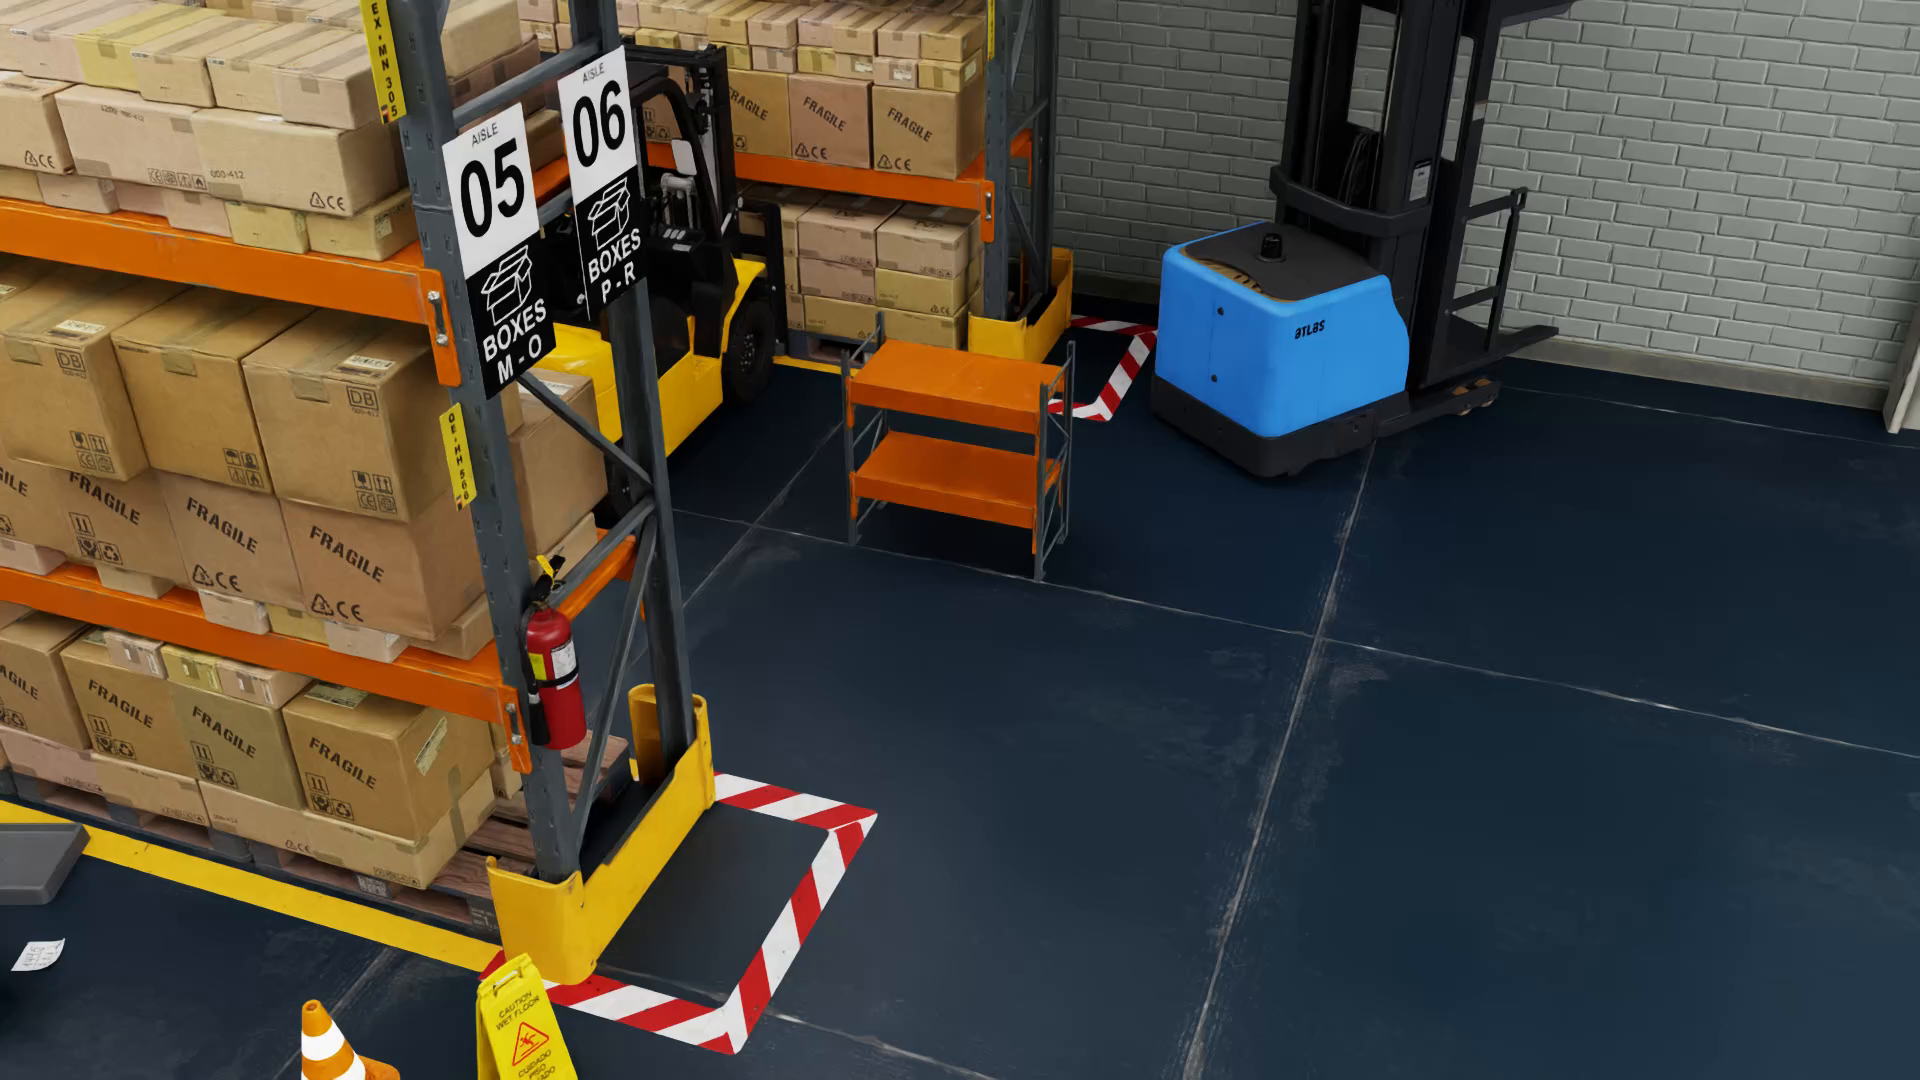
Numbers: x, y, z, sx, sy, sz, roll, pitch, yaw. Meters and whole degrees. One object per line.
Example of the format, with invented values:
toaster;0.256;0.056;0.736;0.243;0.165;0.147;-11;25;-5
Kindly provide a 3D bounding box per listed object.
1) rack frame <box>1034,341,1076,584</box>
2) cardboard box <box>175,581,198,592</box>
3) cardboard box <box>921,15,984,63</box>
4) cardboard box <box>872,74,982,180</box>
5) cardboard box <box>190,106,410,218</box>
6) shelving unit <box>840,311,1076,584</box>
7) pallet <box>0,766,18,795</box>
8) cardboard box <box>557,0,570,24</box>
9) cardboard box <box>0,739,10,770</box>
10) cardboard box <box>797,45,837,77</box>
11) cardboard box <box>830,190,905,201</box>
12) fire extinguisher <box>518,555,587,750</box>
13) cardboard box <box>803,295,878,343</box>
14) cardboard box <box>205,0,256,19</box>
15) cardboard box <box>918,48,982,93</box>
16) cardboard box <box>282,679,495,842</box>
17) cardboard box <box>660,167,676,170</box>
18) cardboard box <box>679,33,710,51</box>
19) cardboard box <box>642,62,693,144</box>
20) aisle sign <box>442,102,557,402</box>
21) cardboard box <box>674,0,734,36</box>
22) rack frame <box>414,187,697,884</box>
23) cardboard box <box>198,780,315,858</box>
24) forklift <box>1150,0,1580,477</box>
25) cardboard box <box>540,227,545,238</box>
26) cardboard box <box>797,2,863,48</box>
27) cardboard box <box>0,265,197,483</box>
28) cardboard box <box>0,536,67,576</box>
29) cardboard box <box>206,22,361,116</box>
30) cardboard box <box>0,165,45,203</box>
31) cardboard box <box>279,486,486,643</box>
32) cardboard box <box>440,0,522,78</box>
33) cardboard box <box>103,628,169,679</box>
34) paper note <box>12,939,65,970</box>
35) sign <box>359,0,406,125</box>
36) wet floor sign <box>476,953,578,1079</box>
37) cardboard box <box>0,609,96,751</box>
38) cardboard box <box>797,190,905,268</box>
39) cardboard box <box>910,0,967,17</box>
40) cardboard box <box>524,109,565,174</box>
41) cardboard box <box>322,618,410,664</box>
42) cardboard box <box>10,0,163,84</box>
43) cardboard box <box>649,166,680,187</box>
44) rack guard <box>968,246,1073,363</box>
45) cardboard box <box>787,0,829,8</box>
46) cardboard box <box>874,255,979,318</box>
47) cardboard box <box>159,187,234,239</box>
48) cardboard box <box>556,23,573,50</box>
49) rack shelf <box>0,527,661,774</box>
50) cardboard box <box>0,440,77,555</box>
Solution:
rack frame;0.472;-0.381;8.303;0.032;1.125;0.500;11;34;16
cardboard box;-2.685;0.039;6.155;0.250;0.149;0.380;11;35;17
cardboard box;-0.042;-2.842;9.421;0.250;0.149;0.380;11;34;17
cardboard box;-0.186;-2.442;9.675;0.500;0.500;0.500;10;34;15
cardboard box;-1.877;-1.187;4.922;0.500;0.250;0.500;11;34;16
shelving unit;-0.006;-0.474;8.447;1.048;1.125;0.538;11;34;16
pallet;-4.426;0.635;7.571;1.213;0.211;1.003;11;34;16
cardboard box;-2.218;-3.229;10.021;0.250;0.149;0.380;10;34;16
cardboard box;-4.100;0.675;7.086;0.500;0.250;0.500;13;35;19
cardboard box;-0.758;-2.841;9.694;0.250;0.149;0.380;11;34;16
cardboard box;-0.494;-2.160;10.556;0.500;0.250;0.500;11;34;17
fire extinguisher;-1.353;0.380;5.468;0.183;0.674;0.296;11;34;16
cardboard box;-0.648;-1.486;10.434;0.500;0.250;0.500;11;34;16
cardboard box;-2.239;-1.767;5.453;0.250;0.149;0.380;11;34;16
cardboard box;-0.055;-2.679;9.444;0.250;0.149;0.380;12;35;17
cardboard box;-2.147;0.741;6.293;0.500;0.500;0.500;11;35;17
cardboard box;-1.917;-2.442;10.993;0.500;0.250;0.500;11;35;17
cardboard box;-1.475;-2.993;9.930;0.250;0.149;0.380;11;34;16
cardboard box;-1.630;-2.722;10.108;0.500;0.500;0.500;11;35;17
aisle sign;-1.344;-0.842;4.892;0.004;0.787;0.394;11;34;16
cardboard box;-1.488;-3.119;9.852;0.250;0.149;0.380;12;35;17
rack frame;-1.305;0.091;5.844;0.127;3.000;1.000;11;34;16
cardboard box;-2.642;0.960;6.645;0.500;0.250;0.500;11;34;17
forklift;2.629;-2.190;9.440;3.031;2.935;1.130;-20;38;-28
cardboard box;-2.573;-2.070;10.878;0.500;0.250;0.500;11;34;16
cardboard box;-0.749;-2.989;9.649;0.250;0.149;0.380;11;35;17
cardboard box;-2.848;-0.615;5.649;0.500;0.500;0.700;11;34;16
cardboard box;-3.434;-0.043;6.283;0.250;0.149;0.380;11;34;16
cardboard box;-1.953;-1.377;4.848;0.250;0.149;0.380;12;35;17
cardboard box;-2.931;-1.235;5.363;0.250;0.149;0.380;10;34;15
cardboard box;-1.909;-0.035;5.672;0.500;0.500;0.500;10;34;16
cardboard box;-1.571;-1.568;5.144;0.250;0.149;0.380;11;34;16
cardboard box;-2.998;0.339;6.318;0.250;0.149;0.380;12;35;19
paper note;-3.486;1.568;6.293;0.148;0.019;0.142;0;33;0
sign;-1.511;-1.261;4.357;0.005;0.325;0.100;11;34;16
wet floor sign;-1.487;1.661;5.582;0.232;0.644;0.267;24;40;32
cardboard box;-3.611;0.456;6.734;0.500;0.500;0.500;13;35;19
cardboard box;-0.655;-1.901;10.155;0.500;0.250;0.500;12;35;17
cardboard box;-0.107;-3.135;9.876;0.250;0.149;0.380;12;35;18
cardboard box;-1.508;-1.290;5.449;0.250;0.149;0.380;11;34;17
cardboard box;-2.005;0.248;5.833;0.250;0.149;0.380;11;34;16
cardboard box;-2.648;-1.535;5.093;0.250;0.149;0.380;11;34;16
cardboard box;-2.100;-2.185;10.595;0.500;0.250;0.500;12;35;18
rack guard;0.389;-1.390;10.442;0.348;0.500;1.175;11;34;16
cardboard box;-0.851;-3.249;10.052;0.250;0.149;0.380;12;35;18
cardboard box;-0.197;-1.605;10.157;0.500;0.250;0.500;11;34;16
cardboard box;-2.219;-1.081;5.125;0.250;0.149;0.380;12;35;18
cardboard box;-2.235;-3.086;10.075;0.250;0.149;0.380;11;34;16
rack shelf;-3.188;0.027;6.606;4.000;0.370;1.077;11;34;16
cardboard box;-3.319;-0.324;6.121;0.500;0.500;0.500;11;35;17
